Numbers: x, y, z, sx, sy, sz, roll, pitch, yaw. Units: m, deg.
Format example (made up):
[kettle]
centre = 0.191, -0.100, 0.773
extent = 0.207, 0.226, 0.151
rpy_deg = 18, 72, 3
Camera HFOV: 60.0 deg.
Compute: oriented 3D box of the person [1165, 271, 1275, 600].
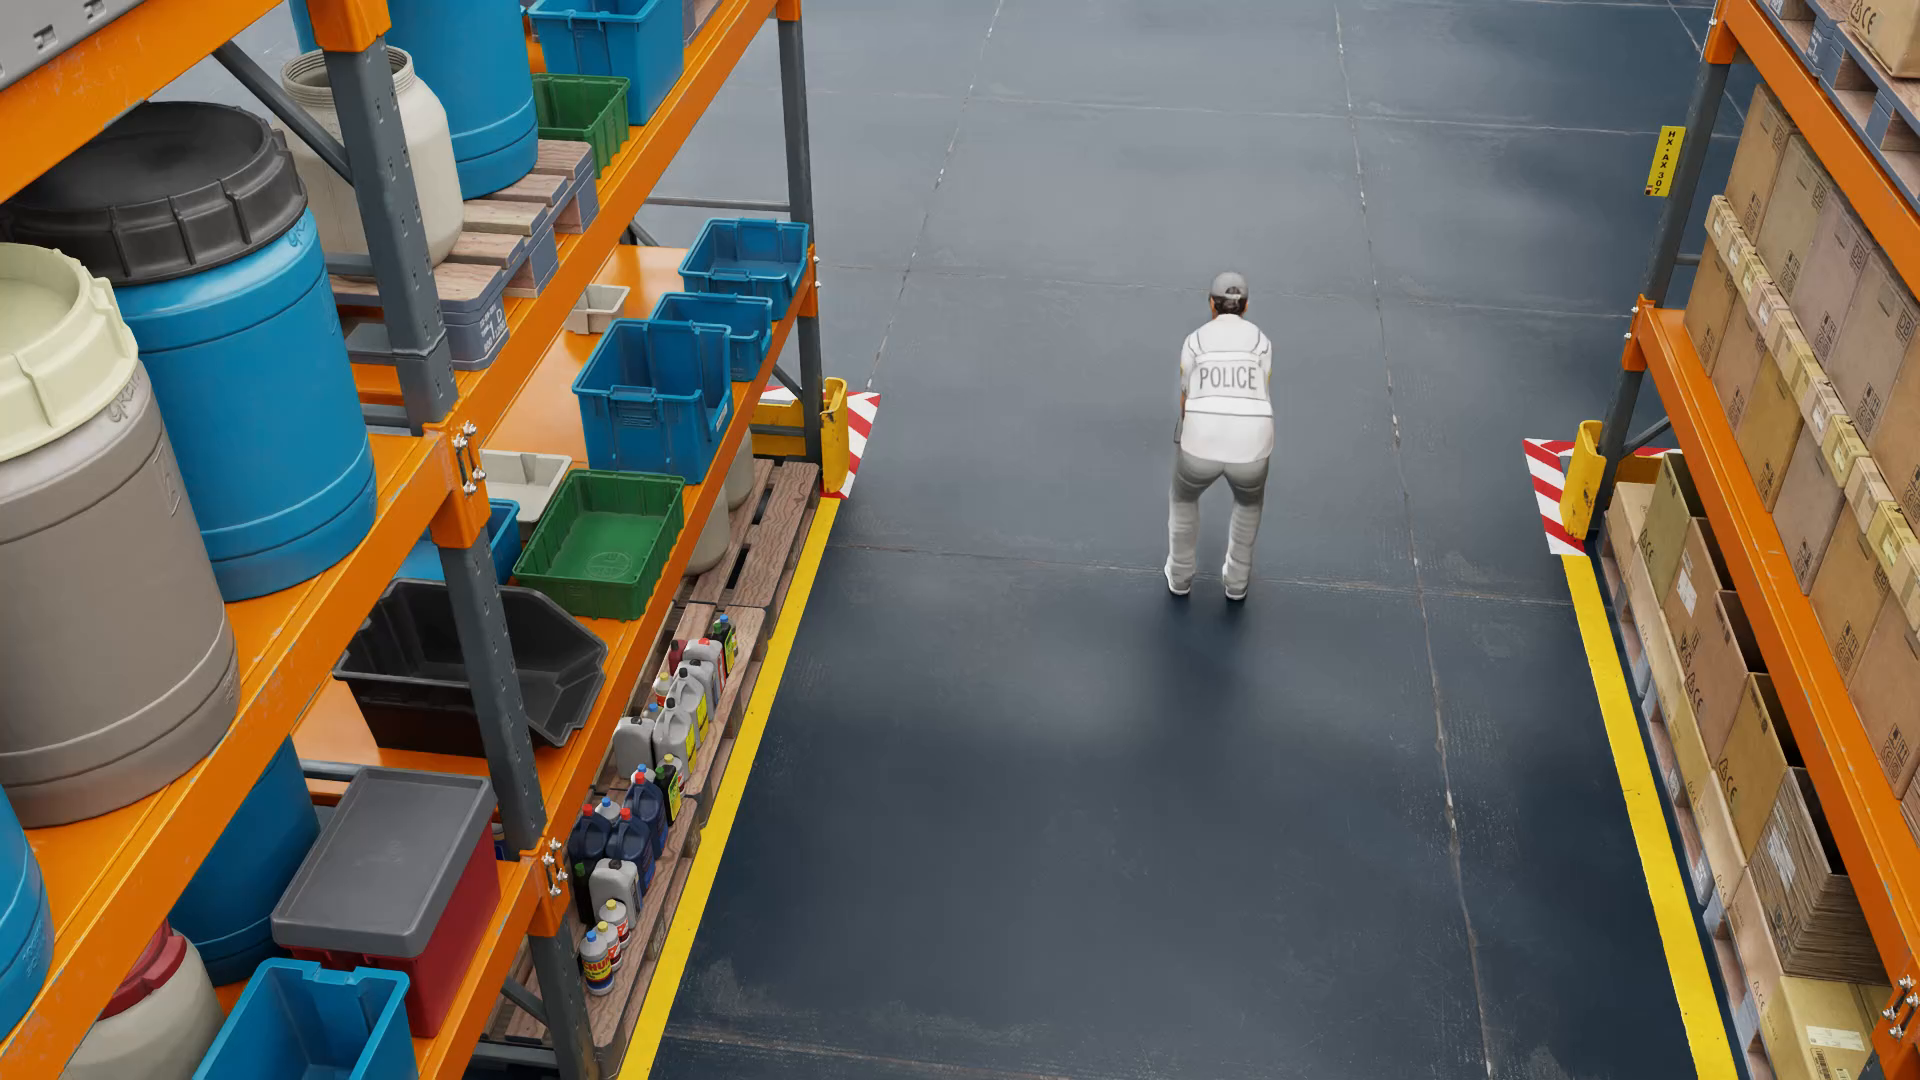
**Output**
[person]
centre = 1.227, -0.472, 7.829
extent = 0.456, 1.493, 0.772
rpy_deg = 4, 37, 5
